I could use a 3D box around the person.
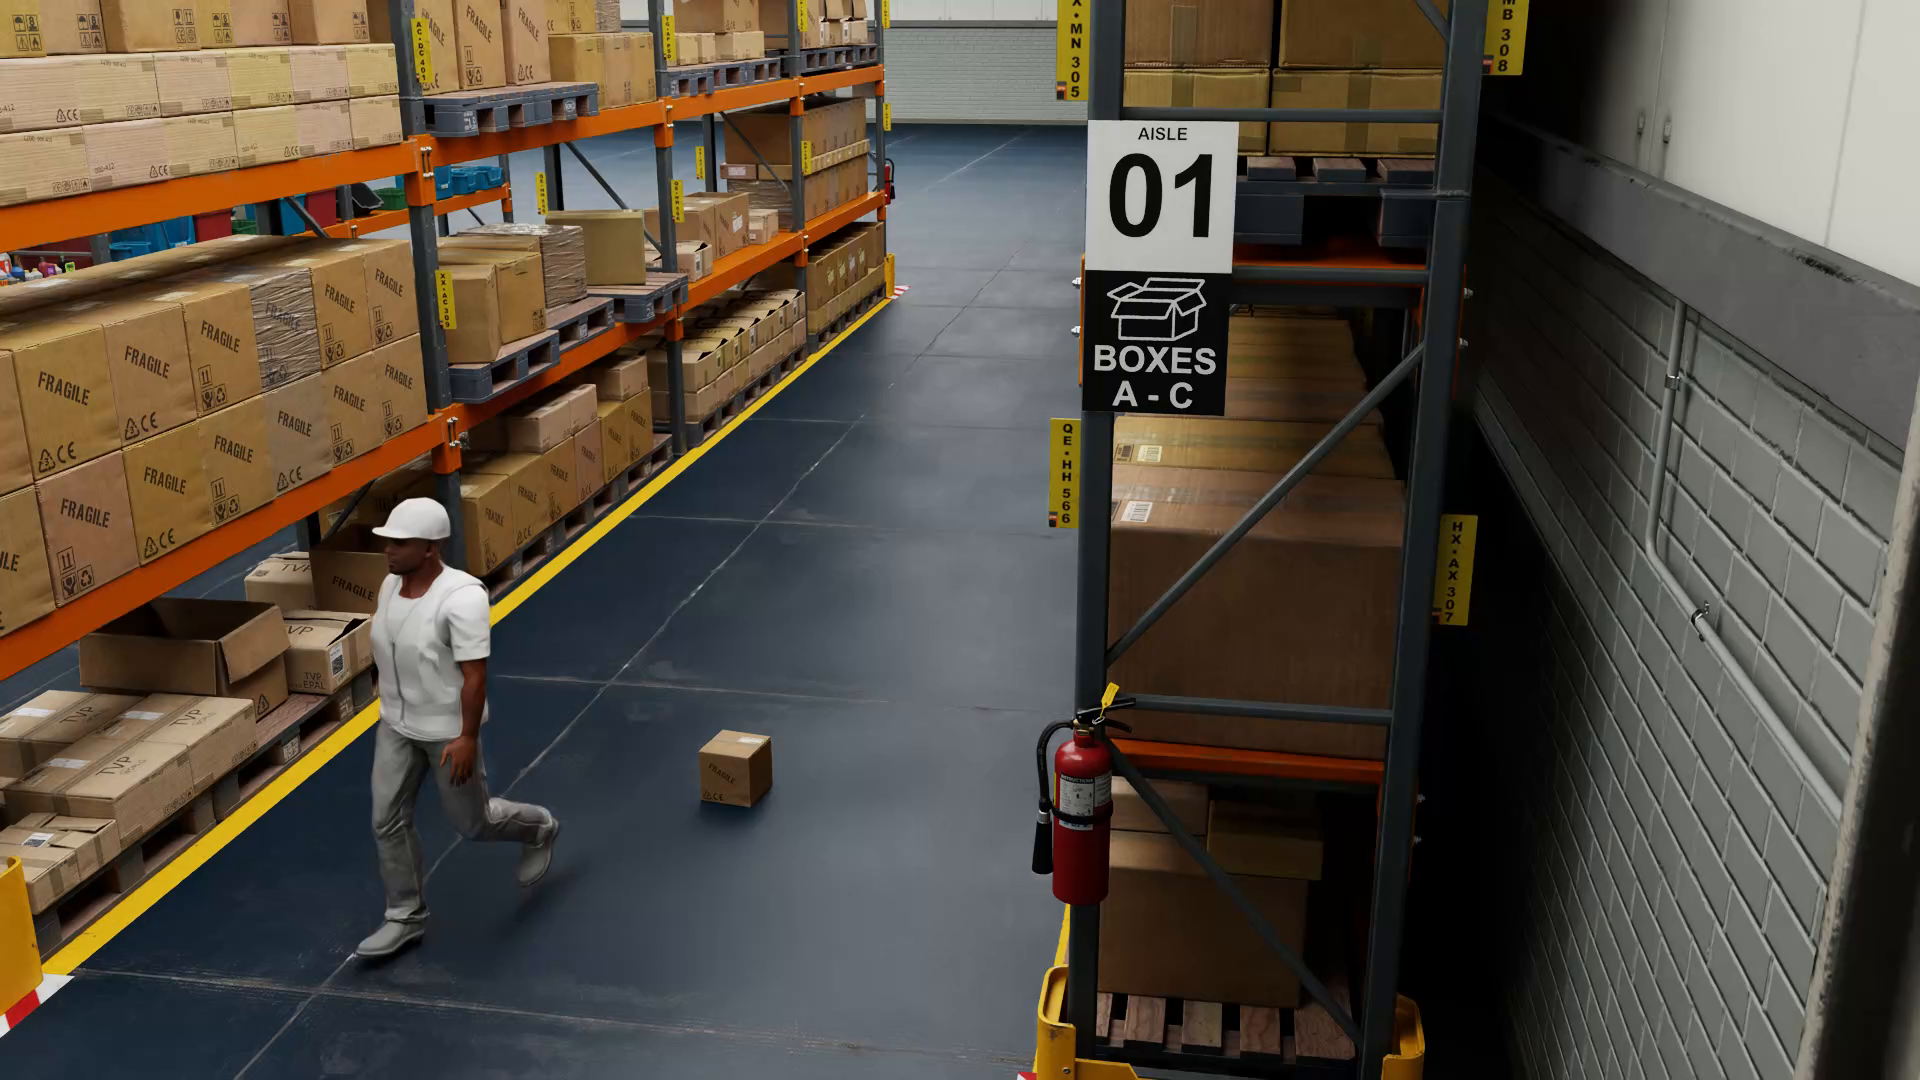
[{"bbox_3d":[-1.990,0.677,6.373,0.563,1.736,0.916,9,20,27],"label":"person"}]
